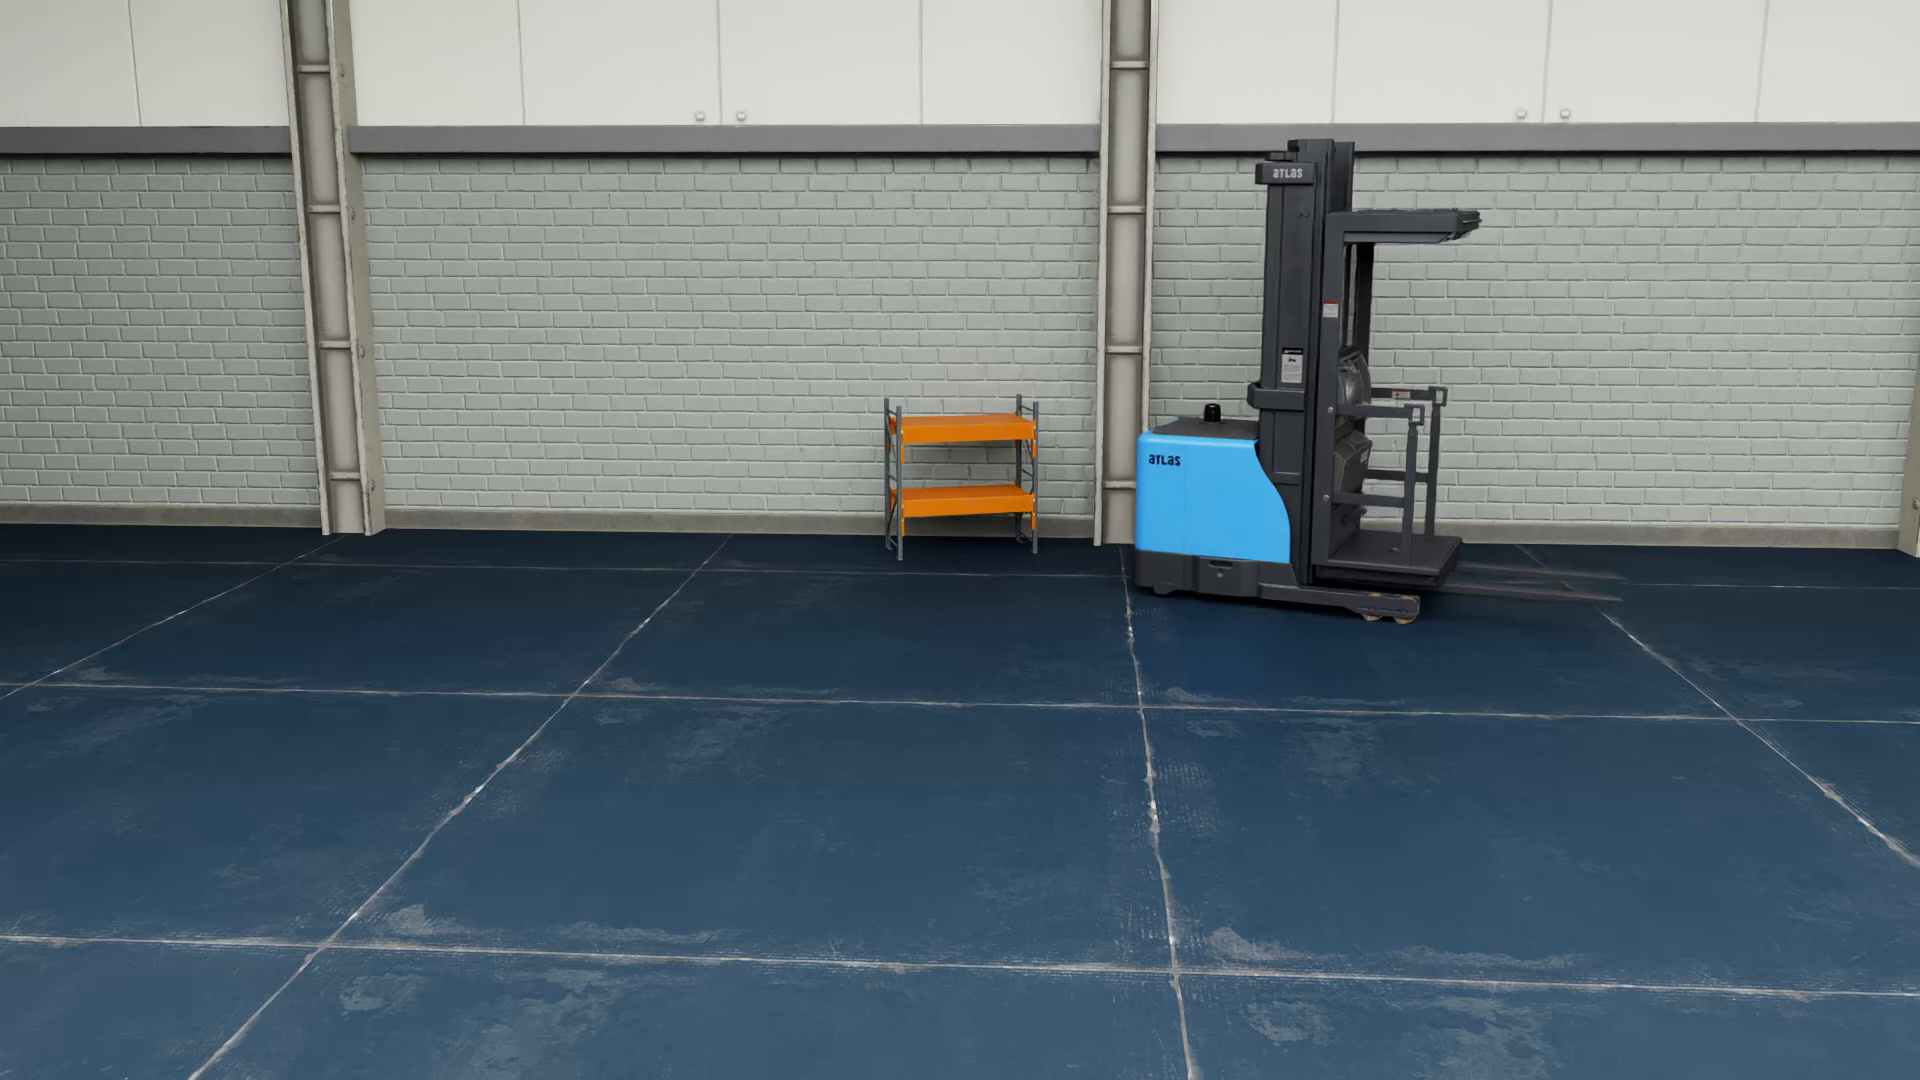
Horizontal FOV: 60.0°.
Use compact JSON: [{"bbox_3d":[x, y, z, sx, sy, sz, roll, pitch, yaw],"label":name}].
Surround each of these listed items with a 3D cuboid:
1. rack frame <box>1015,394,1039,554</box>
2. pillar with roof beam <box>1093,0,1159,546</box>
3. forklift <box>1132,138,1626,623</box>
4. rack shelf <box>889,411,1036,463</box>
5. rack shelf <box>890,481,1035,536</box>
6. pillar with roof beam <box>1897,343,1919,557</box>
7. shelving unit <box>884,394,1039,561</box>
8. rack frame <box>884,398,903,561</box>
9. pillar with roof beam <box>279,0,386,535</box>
[{"bbox_3d":[0.499,-0.501,12.415,0.032,1.125,0.500,-3,12,-13],"label":"rack frame"},{"bbox_3d":[0.931,-3.513,7.583,0.400,9.000,9.100,1,12,4],"label":"pillar with roof beam"},{"bbox_3d":[2.705,-1.041,10.588,3.031,2.935,1.130,5,13,23],"label":"forklift"},{"bbox_3d":[0.005,-0.763,12.239,1.000,0.278,0.538,-3,12,-13],"label":"rack shelf"},{"bbox_3d":[0.005,-0.237,12.349,1.000,0.278,0.538,-3,12,-13],"label":"rack shelf"},{"bbox_3d":[6.918,-3.431,7.191,0.400,9.000,9.100,1,12,4],"label":"pillar with roof beam"},{"bbox_3d":[0.005,-0.476,12.299,1.048,1.125,0.538,-3,12,-13],"label":"shelving unit"},{"bbox_3d":[-0.490,-0.452,12.182,0.032,1.125,0.500,-3,12,-13],"label":"rack frame"},{"bbox_3d":[-5.056,-3.595,7.975,0.400,9.000,9.100,1,12,4],"label":"pillar with roof beam"}]
